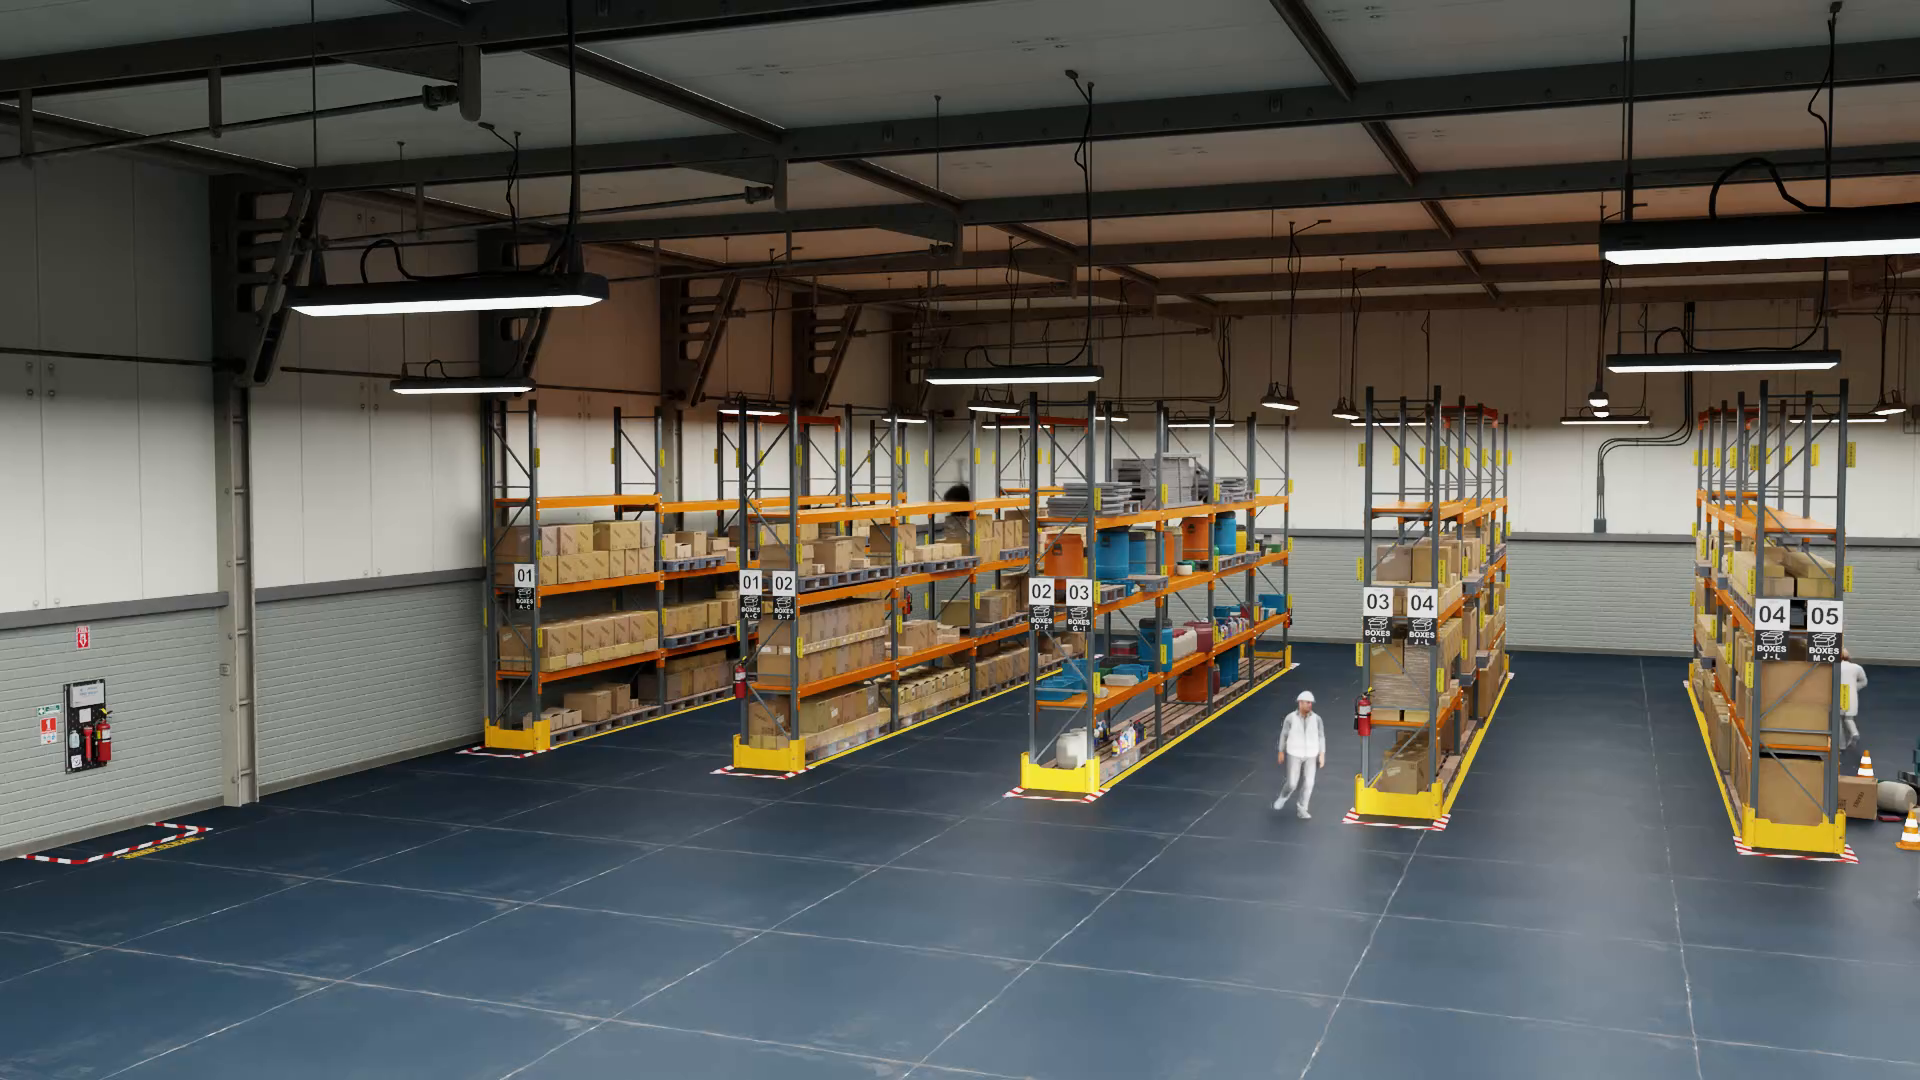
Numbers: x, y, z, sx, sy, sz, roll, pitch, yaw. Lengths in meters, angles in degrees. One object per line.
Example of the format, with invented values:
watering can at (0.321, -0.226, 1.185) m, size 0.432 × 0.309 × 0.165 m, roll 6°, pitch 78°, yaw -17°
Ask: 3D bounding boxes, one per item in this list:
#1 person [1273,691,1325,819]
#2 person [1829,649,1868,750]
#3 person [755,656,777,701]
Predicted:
person at (4.716, 2.972, 23.108) m, size 0.649 × 1.759 × 0.575 m, roll 0°, pitch 3°, yaw -4°
person at (15.167, 2.744, 28.452) m, size 0.704 × 1.729 × 0.830 m, roll 1°, pitch 3°, yaw 14°
person at (-3.664, 2.595, 32.080) m, size 0.575 × 1.660 × 0.950 m, roll 0°, pitch 3°, yaw -4°
